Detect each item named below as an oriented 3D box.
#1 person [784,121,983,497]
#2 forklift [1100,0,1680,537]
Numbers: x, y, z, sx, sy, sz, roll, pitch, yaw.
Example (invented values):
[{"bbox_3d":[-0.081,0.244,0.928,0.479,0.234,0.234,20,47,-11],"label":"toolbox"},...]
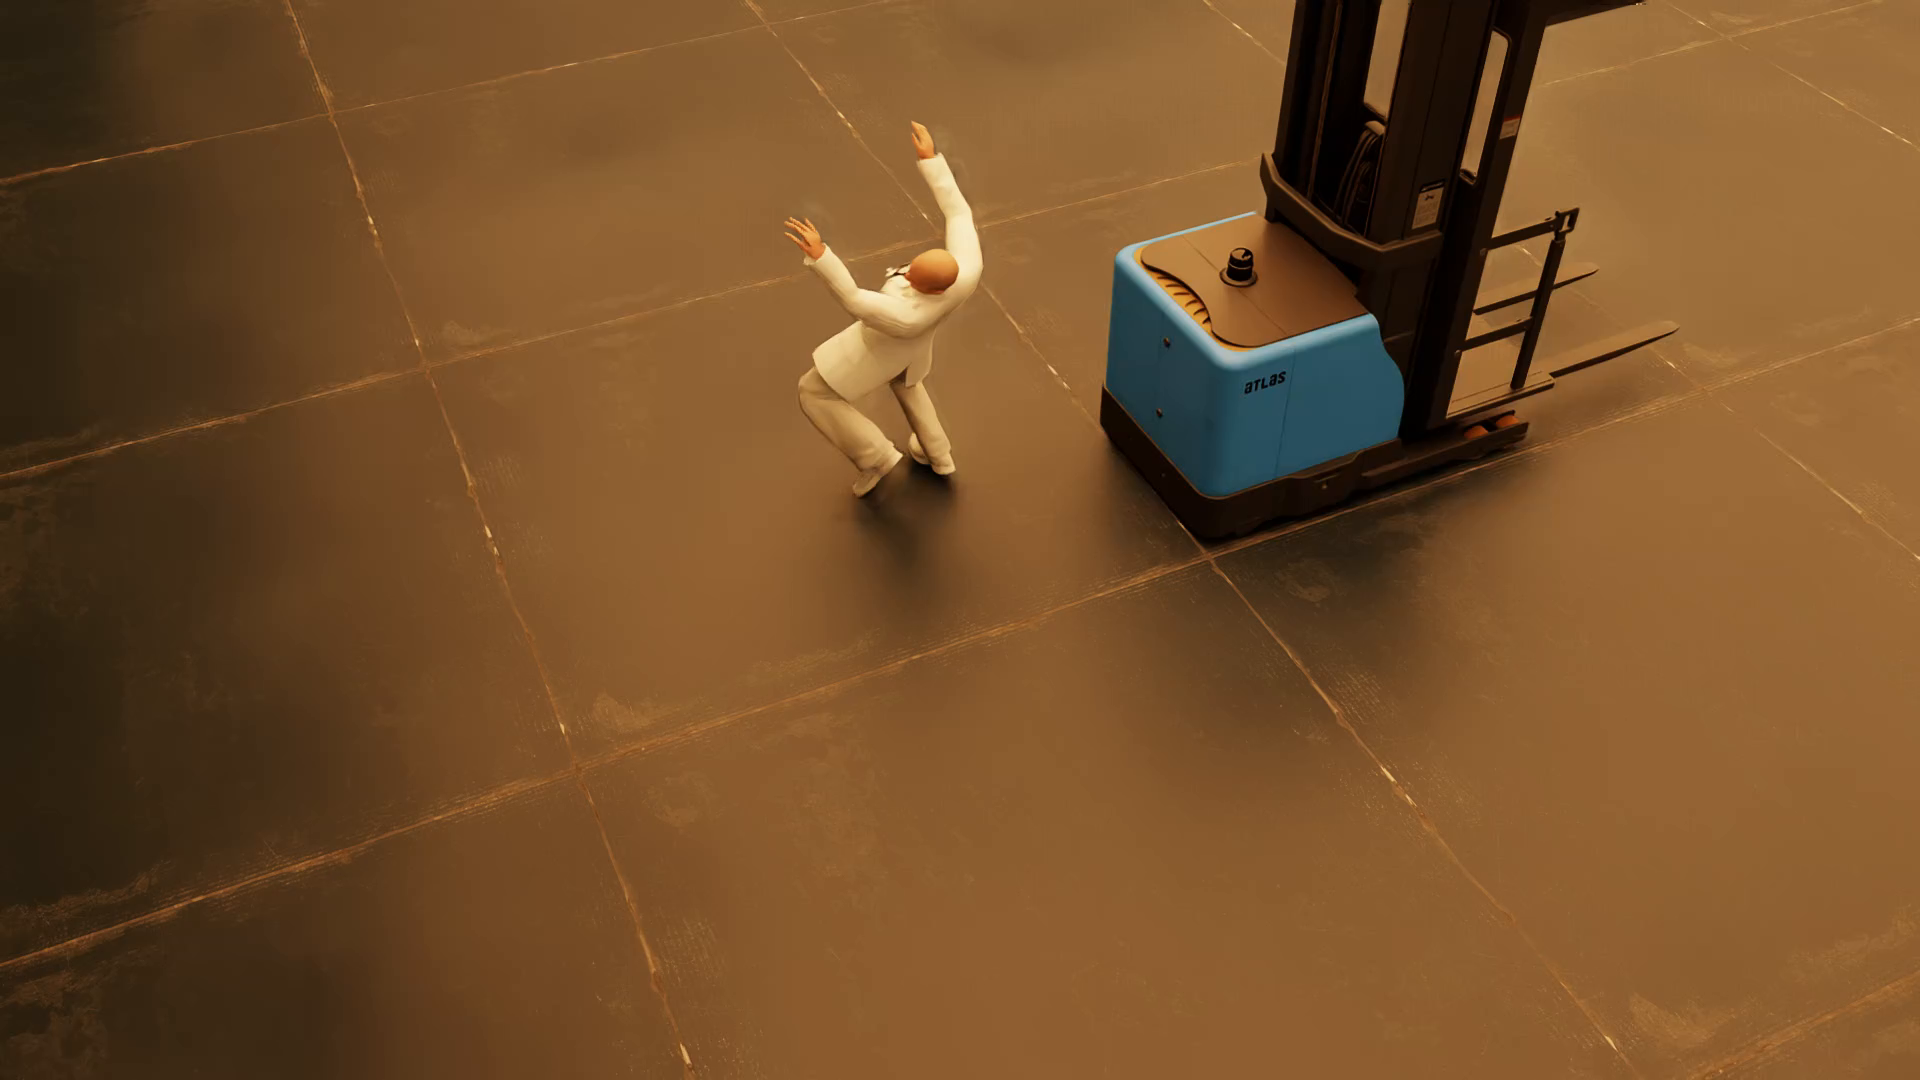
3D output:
[{"bbox_3d":[-0.323,-0.892,7.579,0.770,1.697,1.022,33,52,30],"label":"person"},{"bbox_3d":[2.258,-1.778,7.585,3.031,2.935,1.130,-18,46,-19],"label":"forklift"}]
